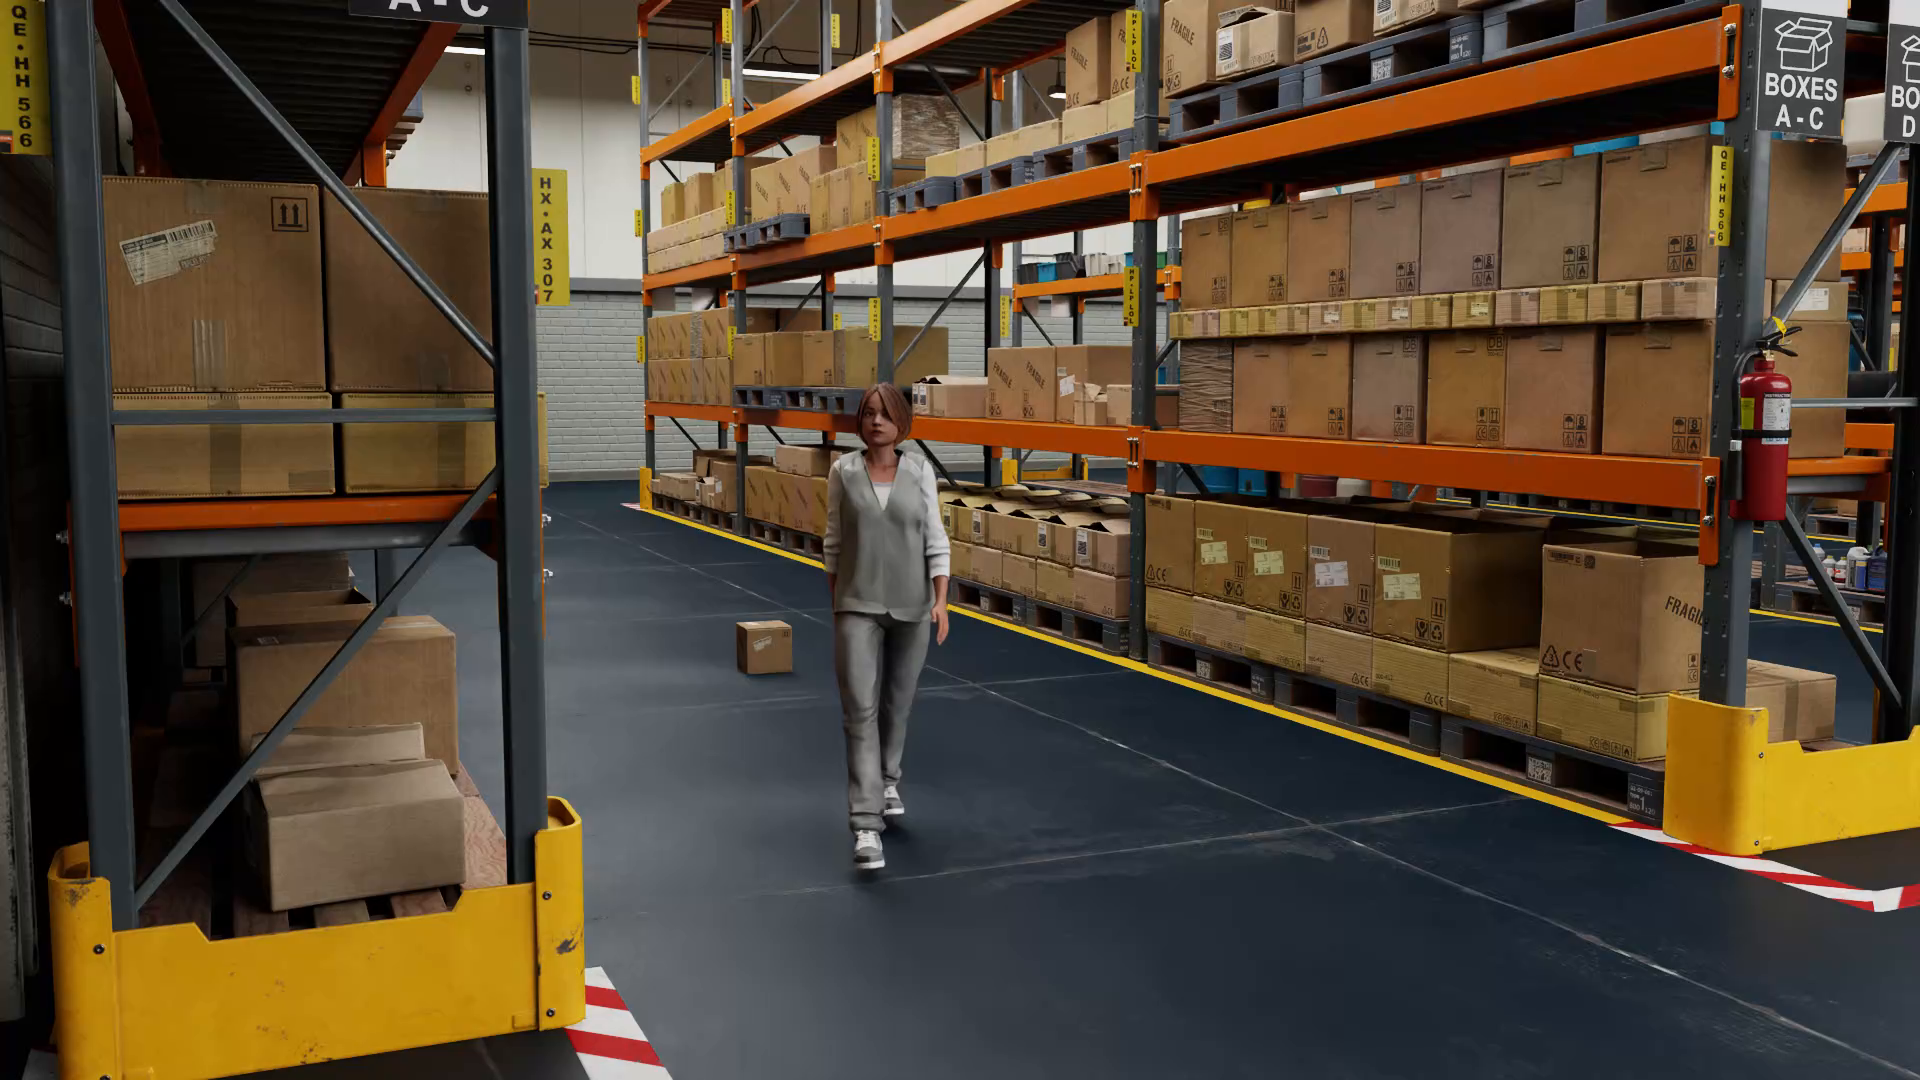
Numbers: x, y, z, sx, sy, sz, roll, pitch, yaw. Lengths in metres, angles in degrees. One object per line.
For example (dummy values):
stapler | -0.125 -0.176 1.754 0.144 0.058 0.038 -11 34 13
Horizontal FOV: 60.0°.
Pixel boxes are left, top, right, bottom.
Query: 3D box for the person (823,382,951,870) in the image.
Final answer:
person | -0.236 0.244 5.582 0.417 1.543 0.937 -1 6 -9
